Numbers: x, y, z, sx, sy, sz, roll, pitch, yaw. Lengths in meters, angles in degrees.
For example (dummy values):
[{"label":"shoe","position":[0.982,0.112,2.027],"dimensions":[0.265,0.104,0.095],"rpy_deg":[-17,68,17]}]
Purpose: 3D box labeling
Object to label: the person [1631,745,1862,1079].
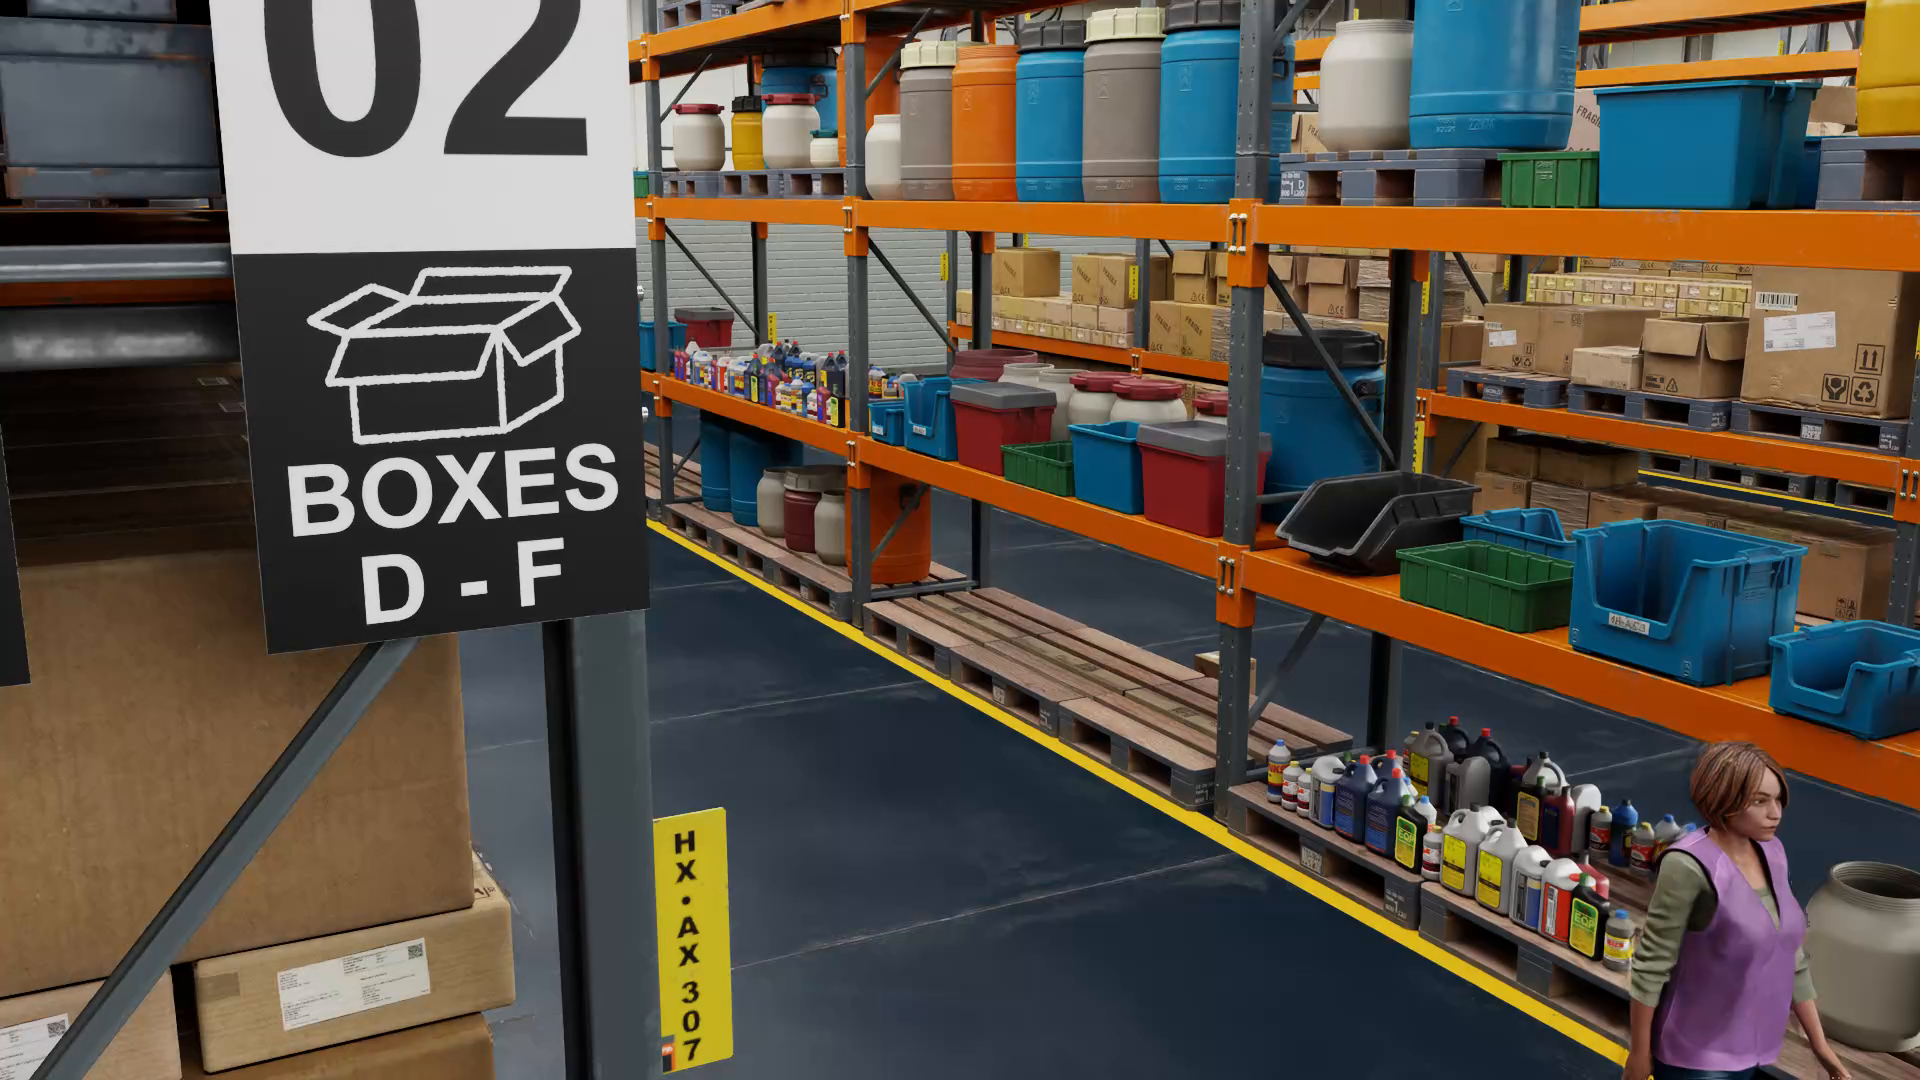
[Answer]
[{"label":"person","position":[1.893,1.261,3.987],"dimensions":[0.428,1.541,0.881],"rpy_deg":[-8,14,-32]}]
